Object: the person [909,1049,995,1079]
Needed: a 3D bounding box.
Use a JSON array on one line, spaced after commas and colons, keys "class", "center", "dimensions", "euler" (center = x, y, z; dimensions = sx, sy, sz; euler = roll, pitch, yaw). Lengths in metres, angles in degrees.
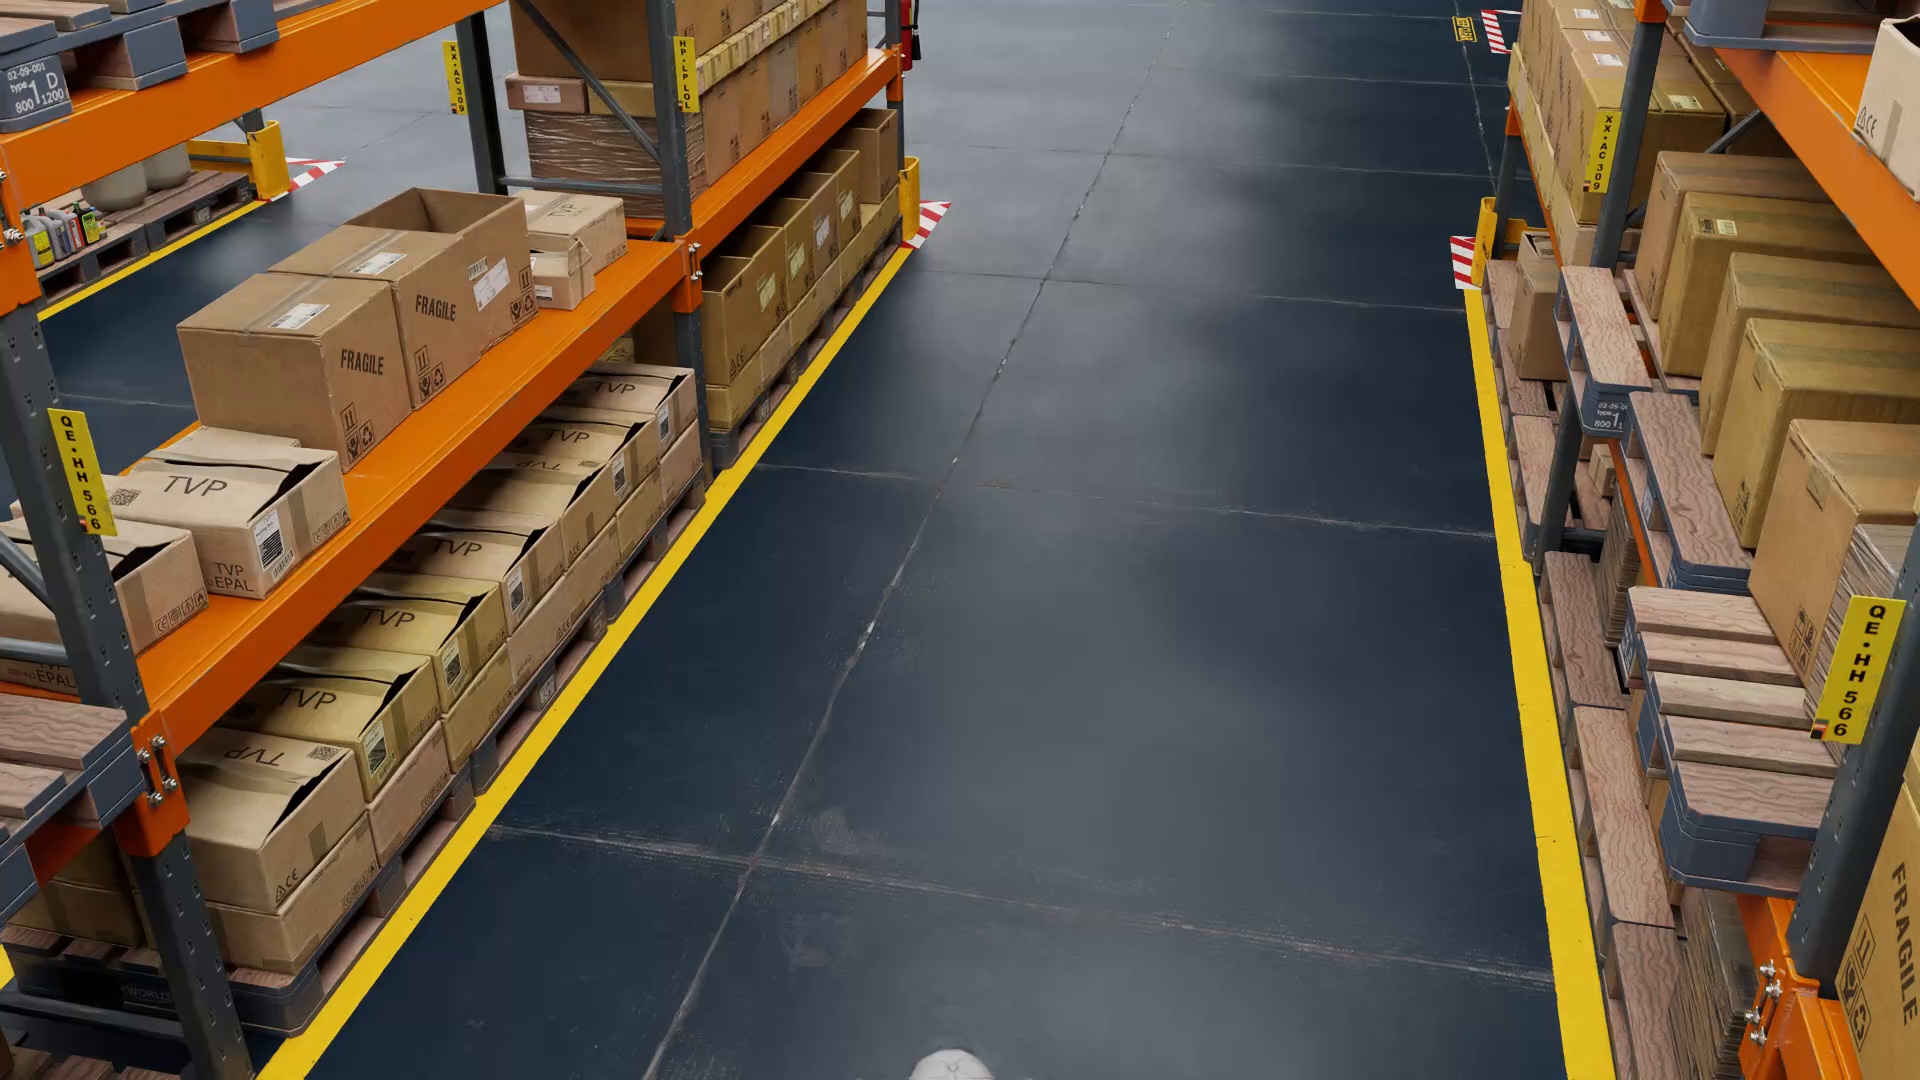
[{"class": "person", "center": [-0.027, 1.553, 3.292], "dimensions": [0.480, 1.624, 0.851], "euler": [4, 29, 7]}]
